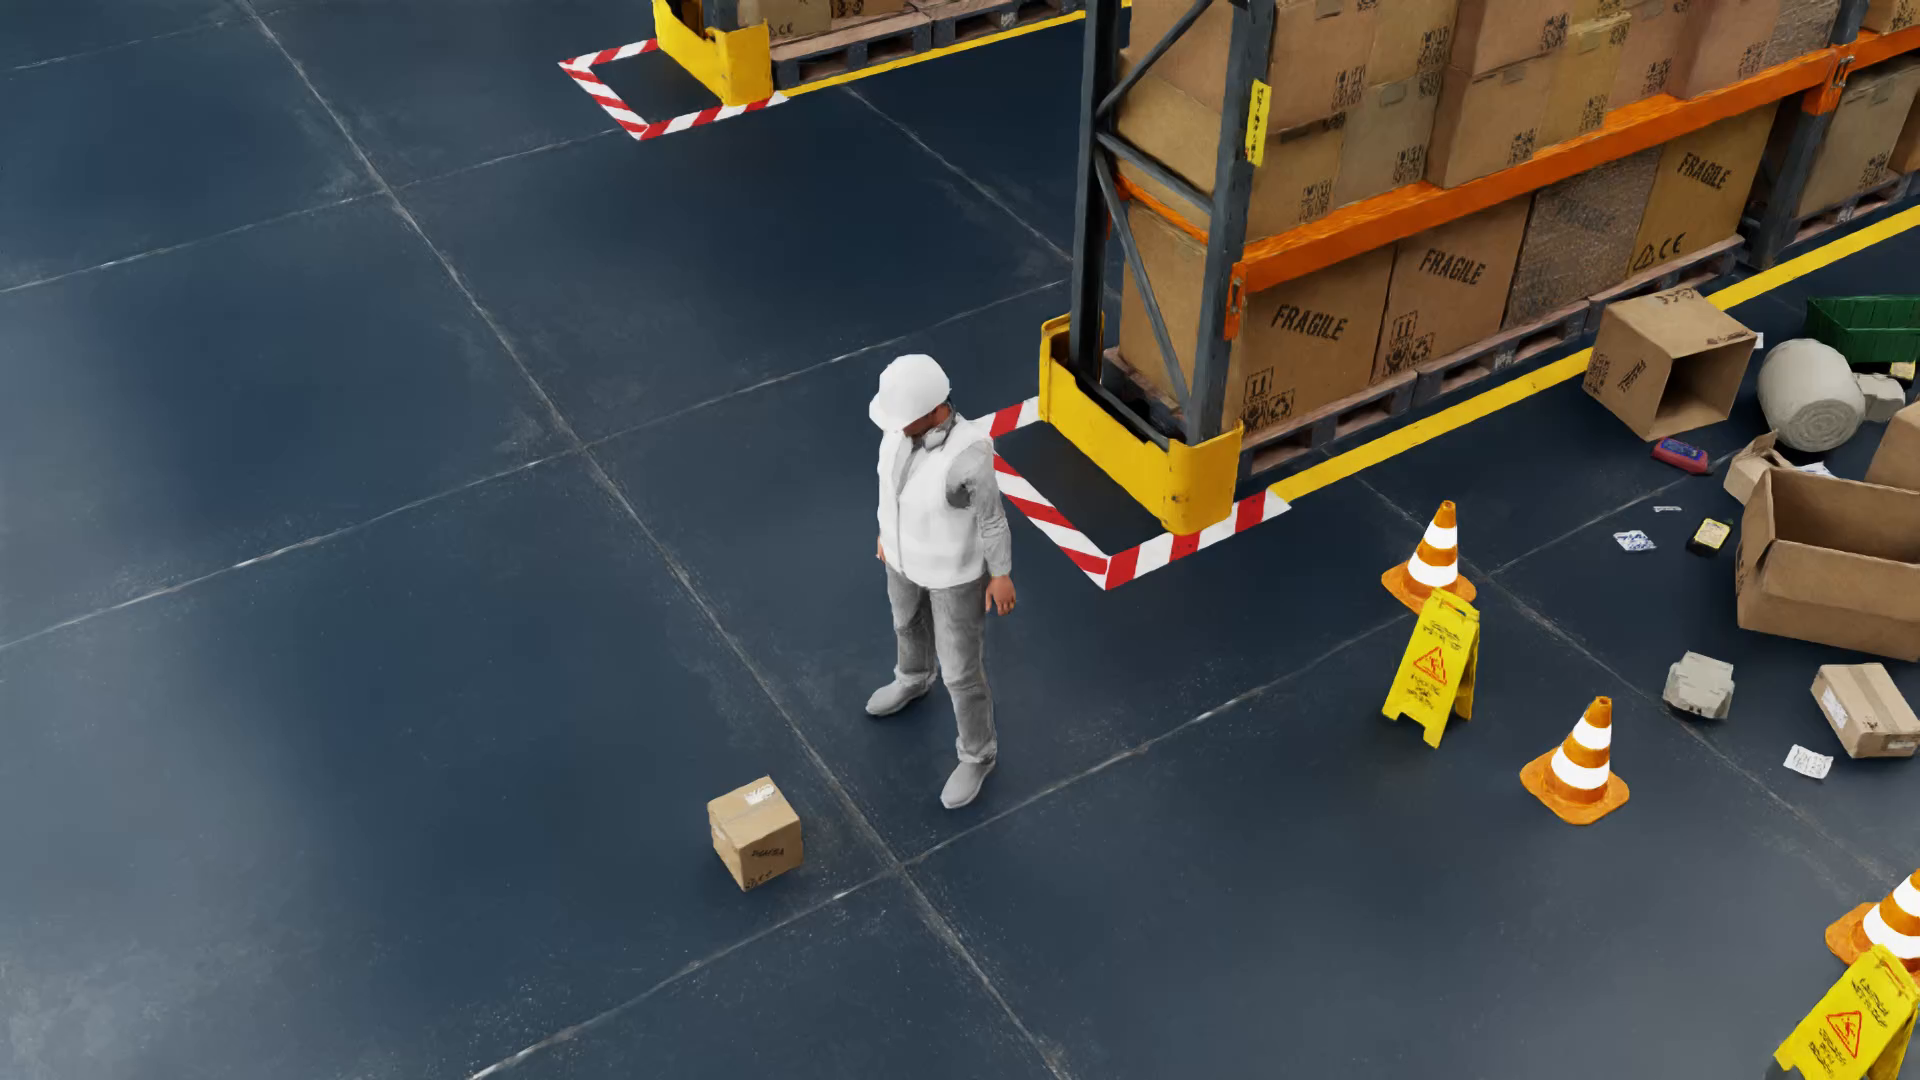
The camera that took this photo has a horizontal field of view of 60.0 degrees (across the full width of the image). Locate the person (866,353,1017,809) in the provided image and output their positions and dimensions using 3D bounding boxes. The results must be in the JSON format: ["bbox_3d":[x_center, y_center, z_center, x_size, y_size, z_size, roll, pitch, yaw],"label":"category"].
[{"bbox_3d":[-0.099,0.107,5.986,0.469,1.765,0.701,-32,50,-32],"label":"person"}]
